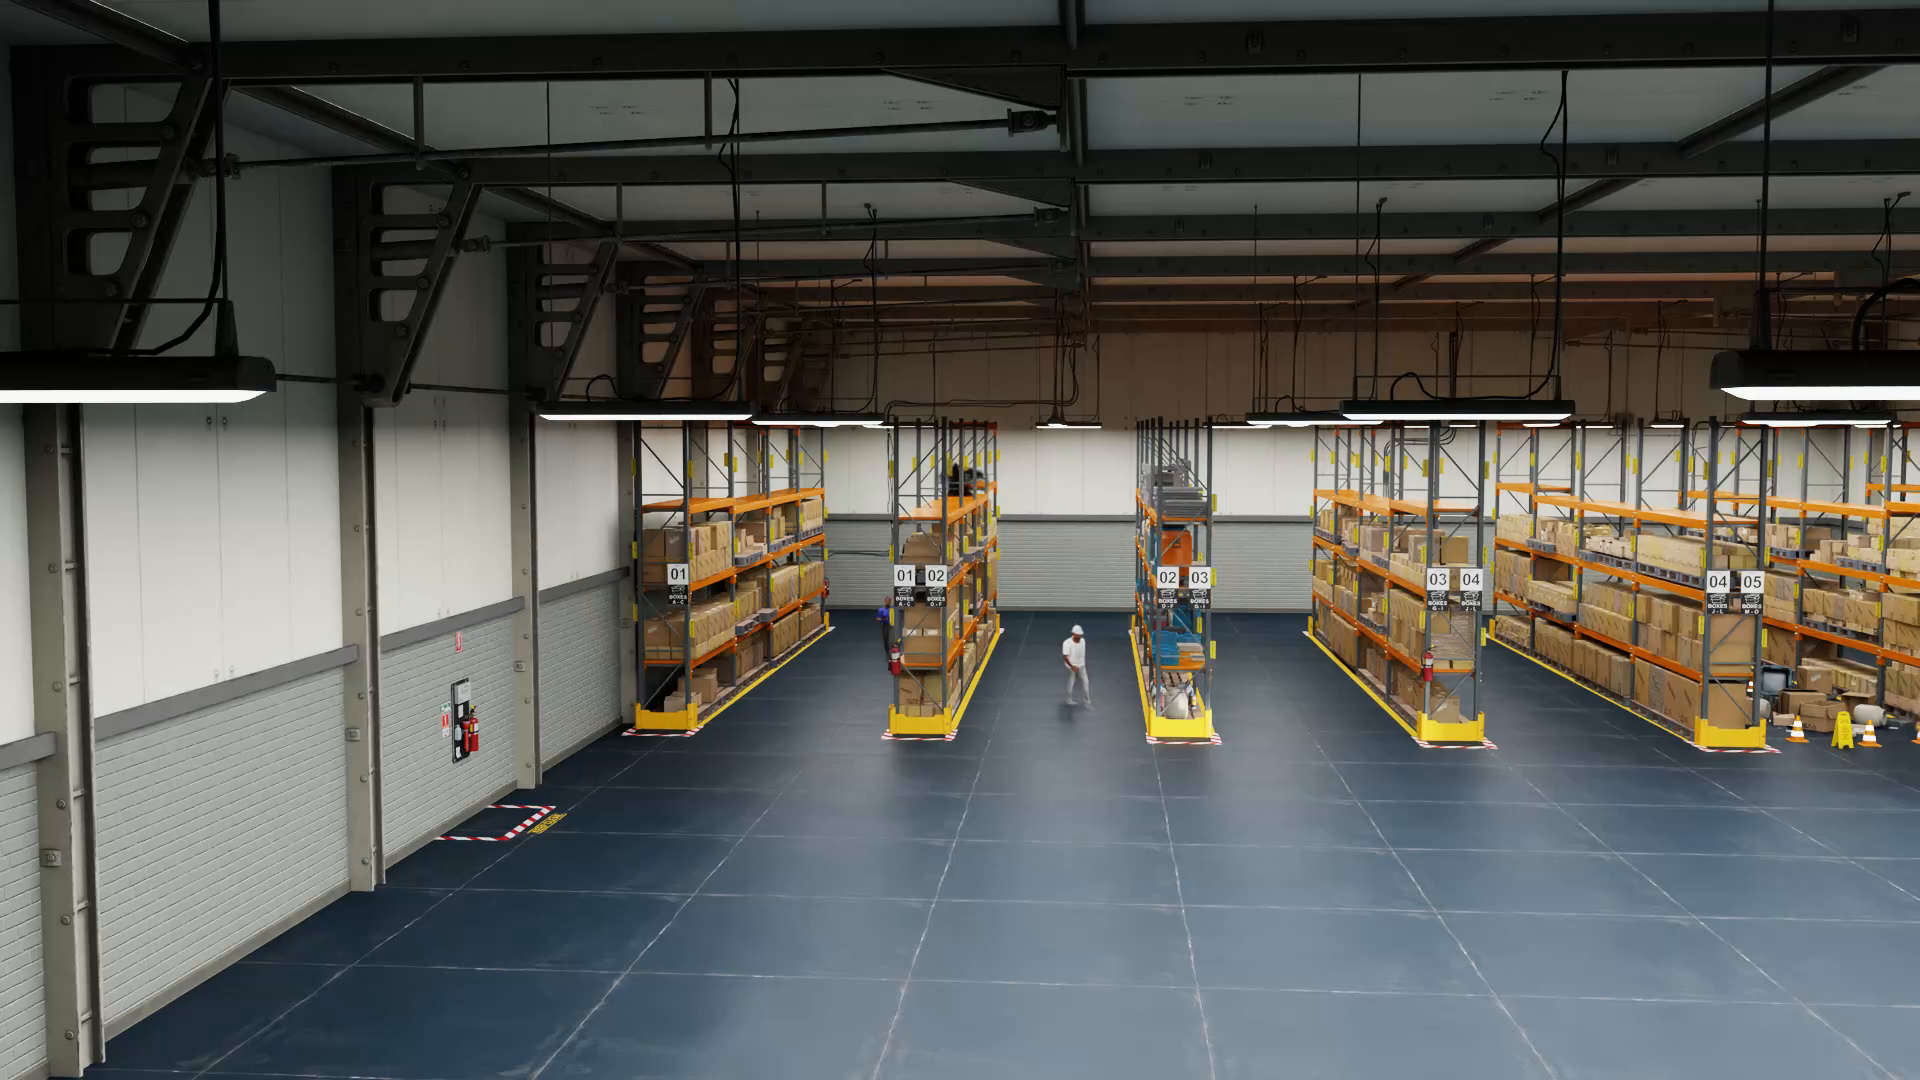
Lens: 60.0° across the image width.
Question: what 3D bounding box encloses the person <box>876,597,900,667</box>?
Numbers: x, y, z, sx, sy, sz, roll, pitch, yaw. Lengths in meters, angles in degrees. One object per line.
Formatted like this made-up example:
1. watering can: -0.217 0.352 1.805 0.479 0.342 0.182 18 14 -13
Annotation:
1. person: -1.760 2.212 40.658 0.561 1.658 0.907 0 4 6

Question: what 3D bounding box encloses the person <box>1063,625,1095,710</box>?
1. person: 2.378 2.641 34.409 0.622 1.789 0.833 -1 4 -21
